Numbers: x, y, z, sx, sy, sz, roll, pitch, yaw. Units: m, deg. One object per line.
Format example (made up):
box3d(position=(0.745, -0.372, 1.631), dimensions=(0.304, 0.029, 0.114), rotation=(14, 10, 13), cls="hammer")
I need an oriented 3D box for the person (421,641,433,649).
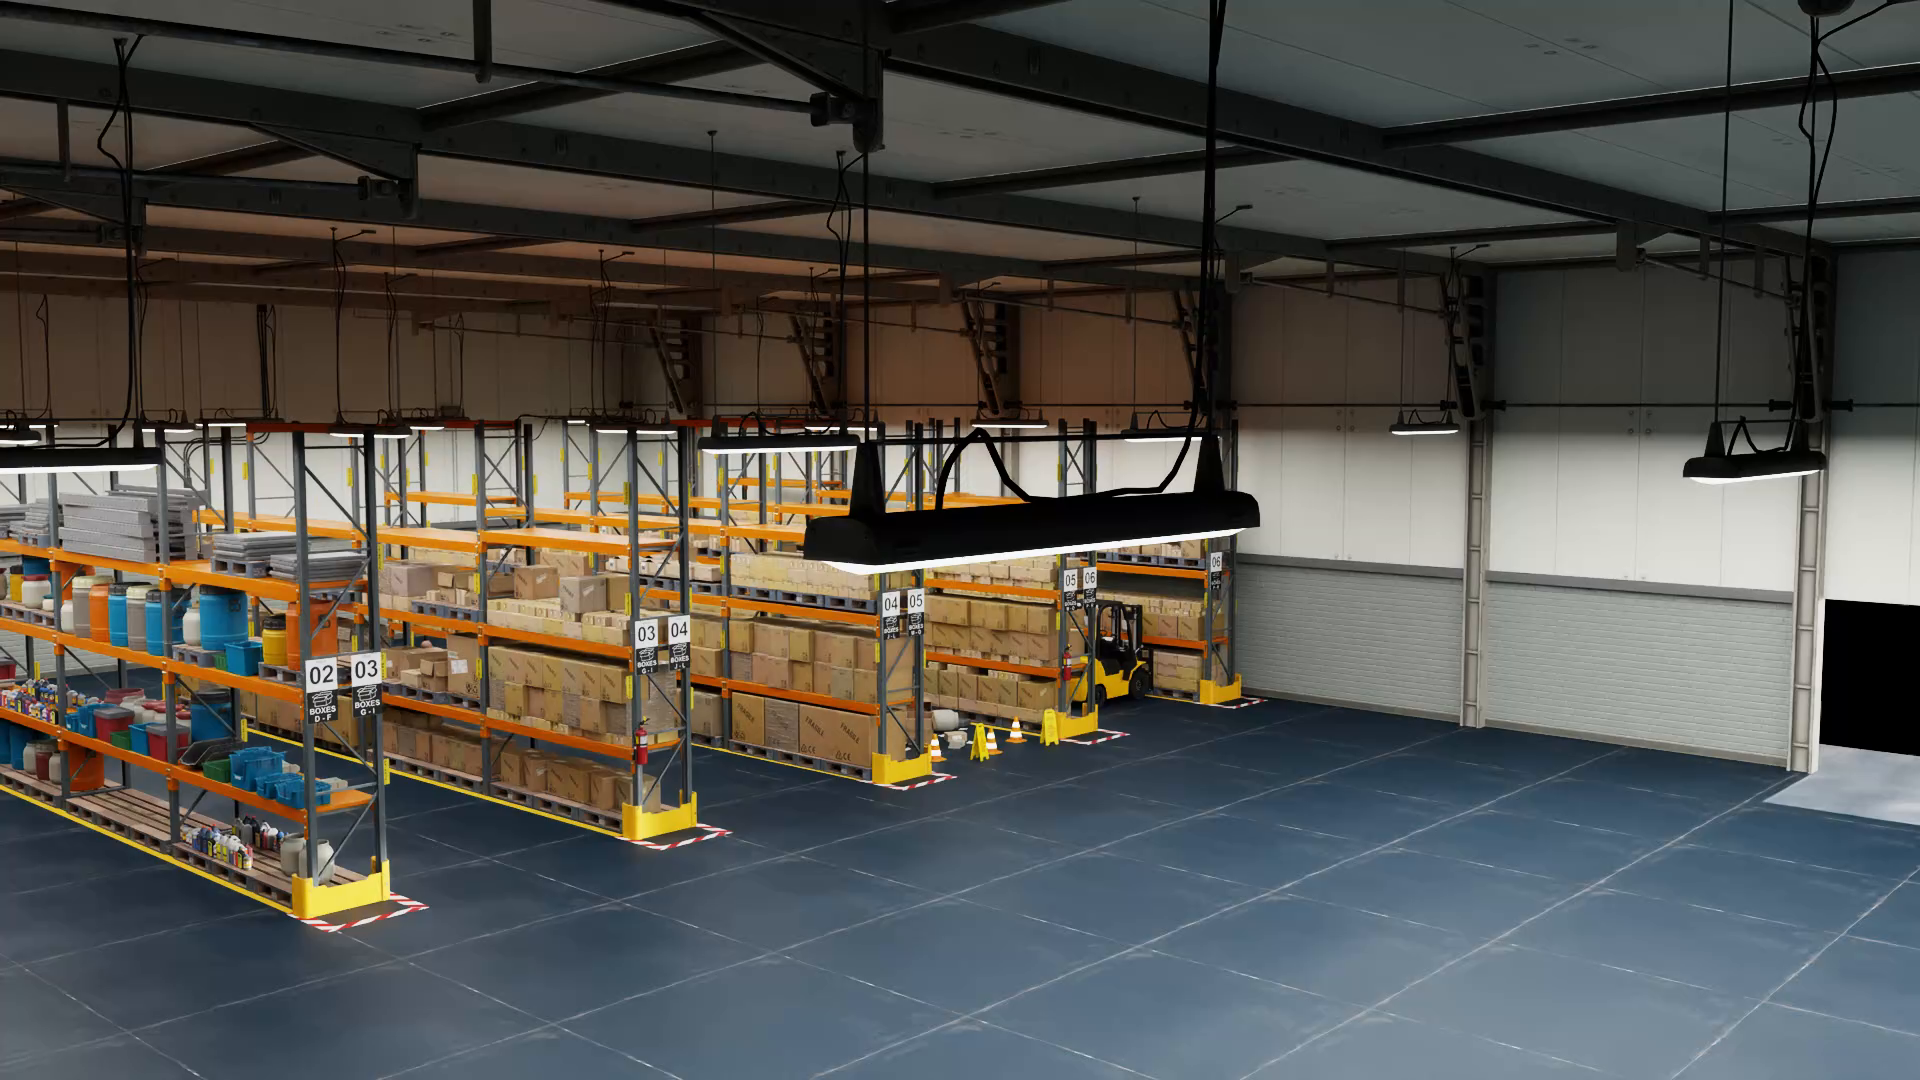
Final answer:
box3d(position=(-10.238, 2.824, 32.084), dimensions=(0.601, 1.791, 0.507), rotation=(3, 5, 32), cls="person")
